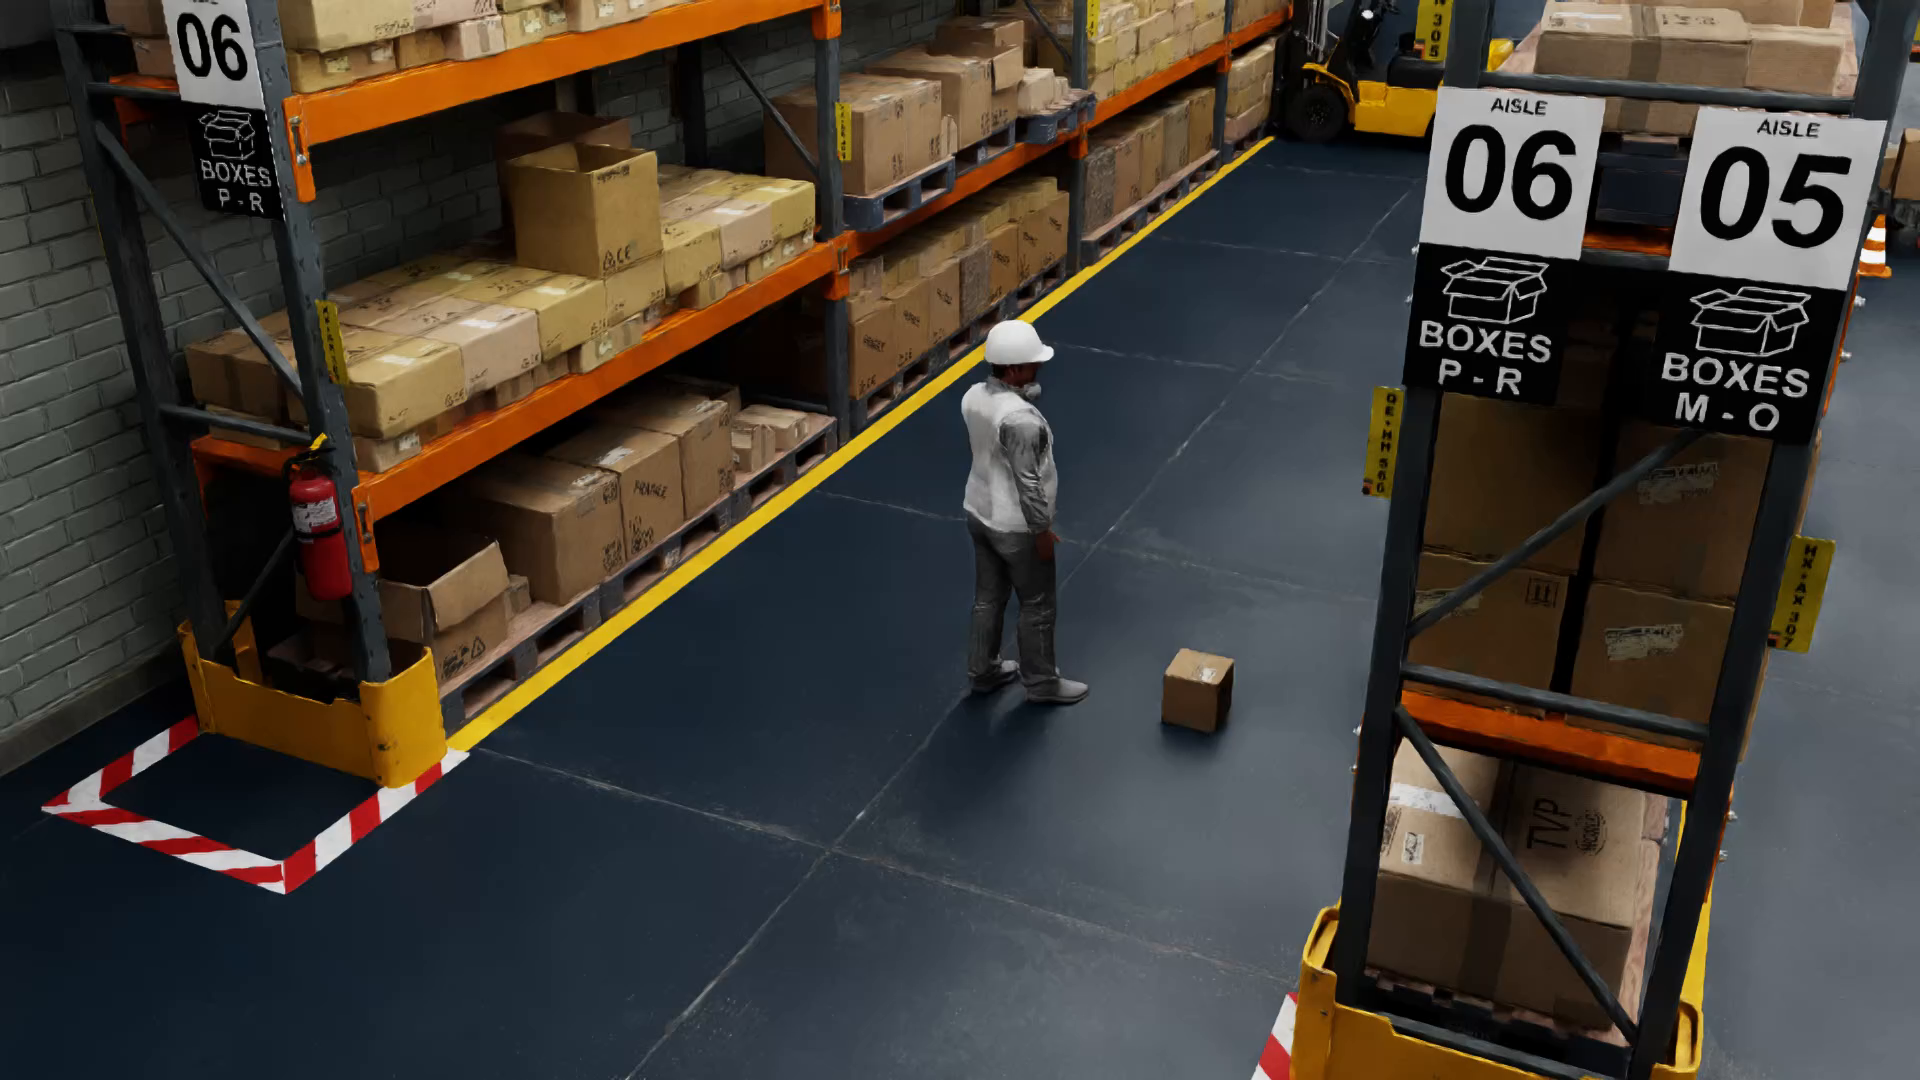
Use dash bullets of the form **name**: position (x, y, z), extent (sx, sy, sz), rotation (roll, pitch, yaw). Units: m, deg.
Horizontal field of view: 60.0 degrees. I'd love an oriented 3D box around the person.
- **person**: position (0.280, -0.118, 7.301), extent (0.498, 1.792, 0.566), rotation (-14, 29, -27)
